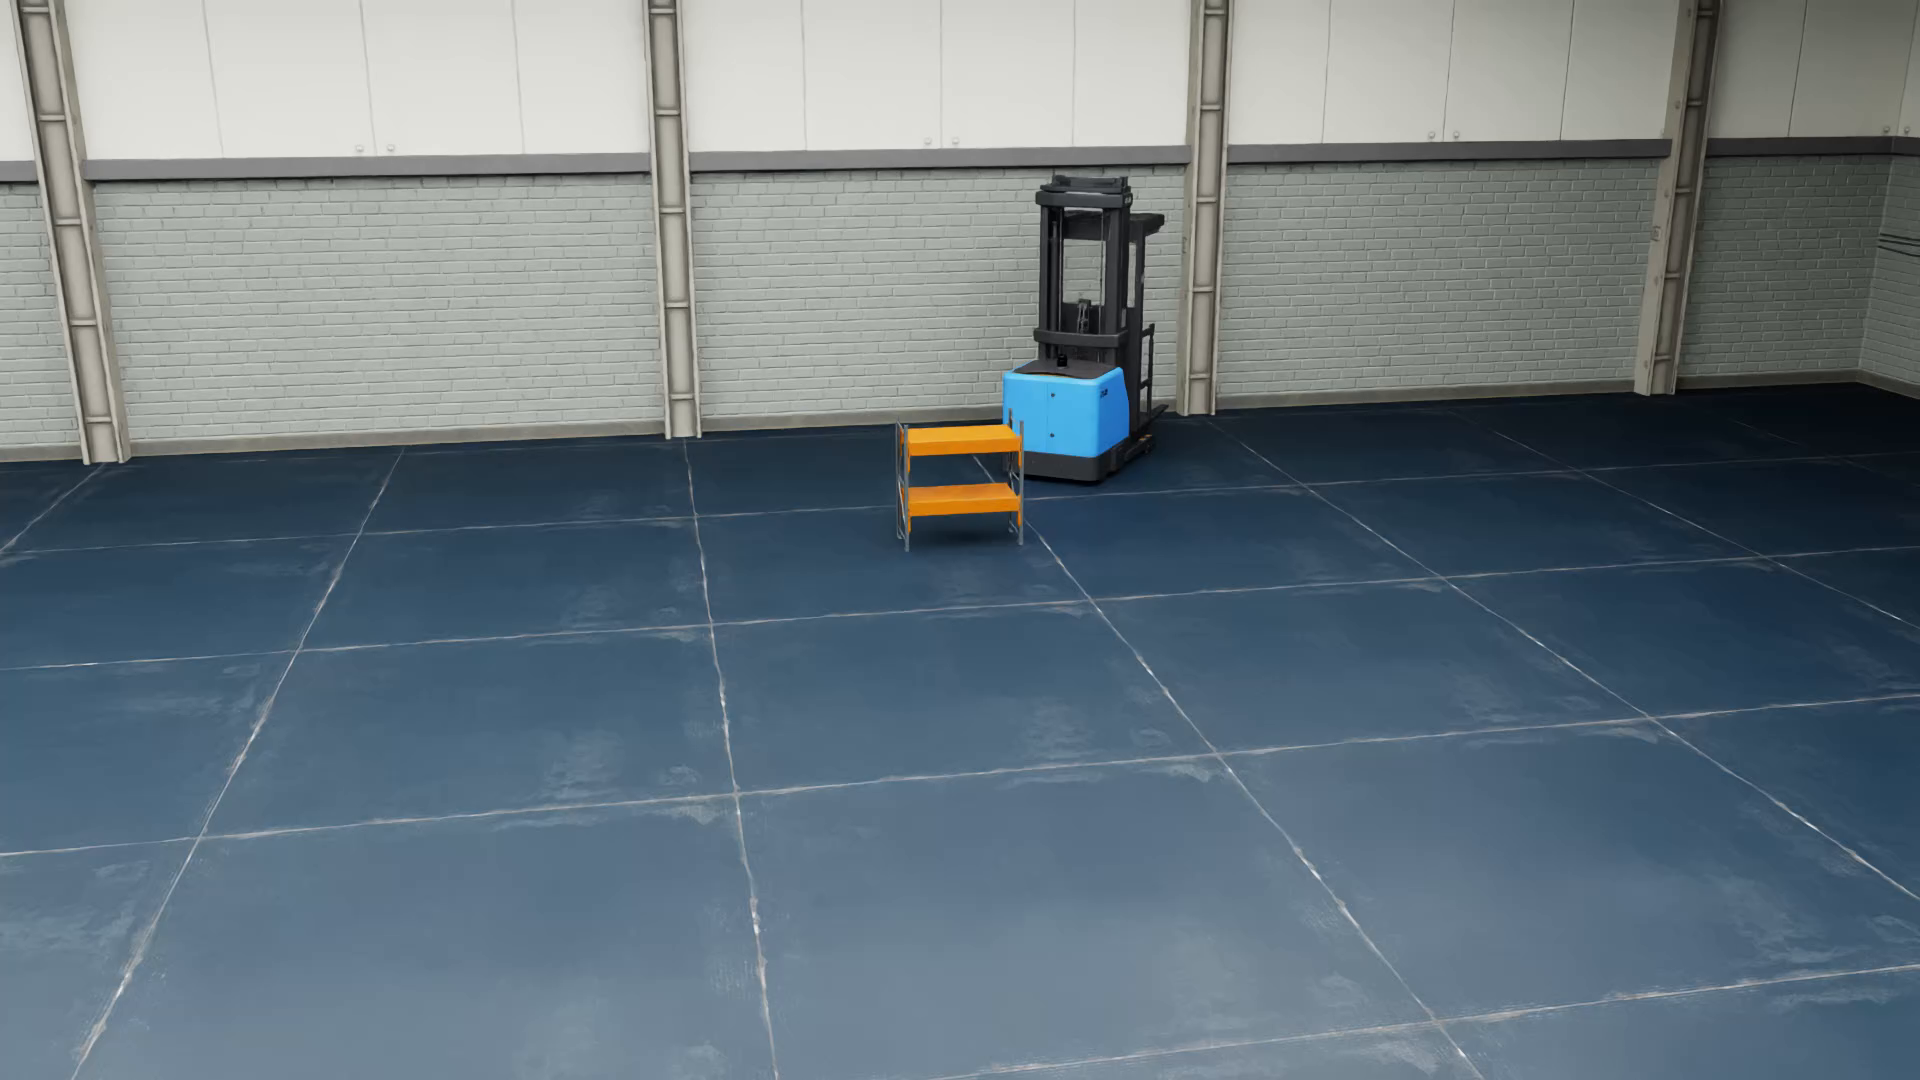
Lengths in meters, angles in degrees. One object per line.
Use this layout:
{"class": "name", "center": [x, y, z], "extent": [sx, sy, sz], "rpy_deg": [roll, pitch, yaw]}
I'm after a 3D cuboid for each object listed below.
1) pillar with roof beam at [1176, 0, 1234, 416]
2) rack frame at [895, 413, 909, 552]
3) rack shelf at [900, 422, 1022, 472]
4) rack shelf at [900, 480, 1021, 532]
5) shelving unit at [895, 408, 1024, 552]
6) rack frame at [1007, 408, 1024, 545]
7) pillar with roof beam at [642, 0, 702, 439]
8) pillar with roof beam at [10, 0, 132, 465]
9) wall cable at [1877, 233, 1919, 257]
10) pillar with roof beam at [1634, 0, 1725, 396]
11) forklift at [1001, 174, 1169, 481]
{"class": "pillar with roof beam", "center": [3.607, -4.571, 14.367], "extent": [0.400, 9.000, 9.100], "rpy_deg": [-3, 17, -10]}
{"class": "rack frame", "center": [-0.506, -0.509, 14.553], "extent": [0.032, 1.125, 0.500], "rpy_deg": [-3, 17, -10]}
{"class": "rack shelf", "center": [-0.007, -0.817, 14.559], "extent": [1.000, 0.278, 0.538], "rpy_deg": [-3, 17, -10]}
{"class": "rack shelf", "center": [-0.007, -0.304, 14.717], "extent": [1.000, 0.278, 0.538], "rpy_deg": [-3, 17, -10]}
{"class": "shelving unit", "center": [-0.007, -0.537, 14.645], "extent": [1.048, 1.125, 0.538], "rpy_deg": [-3, 17, -10]}
{"class": "rack frame", "center": [0.492, -0.566, 14.738], "extent": [0.032, 1.125, 0.500], "rpy_deg": [-3, 17, -10]}
{"class": "pillar with roof beam", "center": [-2.284, -4.237, 13.279], "extent": [0.400, 9.000, 9.100], "rpy_deg": [-3, 17, -10]}
{"class": "pillar with roof beam", "center": [-8.175, -3.902, 12.191], "extent": [0.400, 9.000, 9.100], "rpy_deg": [-3, 17, -10]}
{"class": "wall cable", "center": [11.825, -4.445, 19.245], "extent": [0.112, 2.526, 3.097], "rpy_deg": [-3, 17, -10]}
{"class": "pillar with roof beam", "center": [9.498, -4.905, 15.455], "extent": [0.400, 9.000, 9.100], "rpy_deg": [-3, 17, -10]}
{"class": "forklift", "center": [1.475, -2.375, 17.552], "extent": [1.130, 2.935, 3.031], "rpy_deg": [7, 19, 23]}
